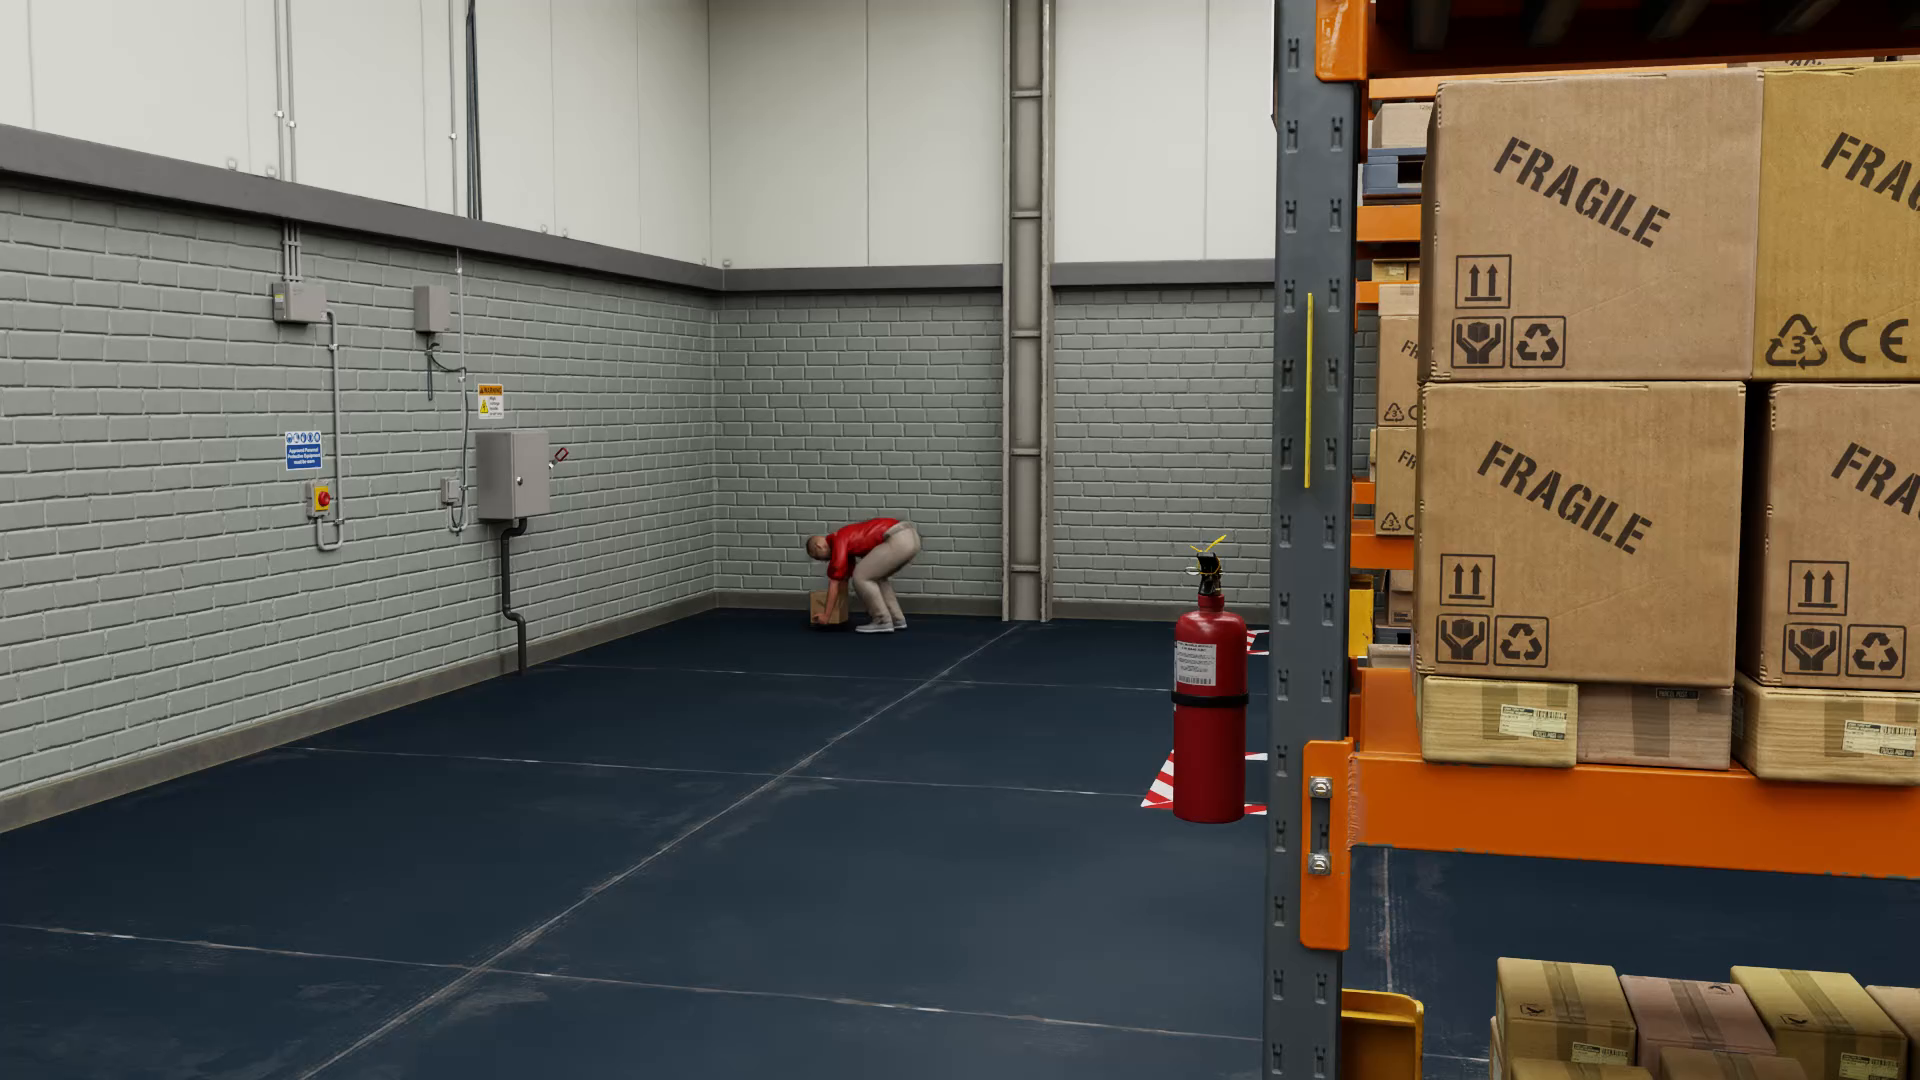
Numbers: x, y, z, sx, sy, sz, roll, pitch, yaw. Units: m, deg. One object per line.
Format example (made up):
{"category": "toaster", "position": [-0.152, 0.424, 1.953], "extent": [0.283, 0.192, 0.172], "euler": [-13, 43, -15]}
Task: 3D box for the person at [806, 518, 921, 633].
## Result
{"category": "person", "position": [-0.813, 0.288, 13.854], "extent": [0.956, 0.949, 0.521], "euler": [1, 5, 11]}
